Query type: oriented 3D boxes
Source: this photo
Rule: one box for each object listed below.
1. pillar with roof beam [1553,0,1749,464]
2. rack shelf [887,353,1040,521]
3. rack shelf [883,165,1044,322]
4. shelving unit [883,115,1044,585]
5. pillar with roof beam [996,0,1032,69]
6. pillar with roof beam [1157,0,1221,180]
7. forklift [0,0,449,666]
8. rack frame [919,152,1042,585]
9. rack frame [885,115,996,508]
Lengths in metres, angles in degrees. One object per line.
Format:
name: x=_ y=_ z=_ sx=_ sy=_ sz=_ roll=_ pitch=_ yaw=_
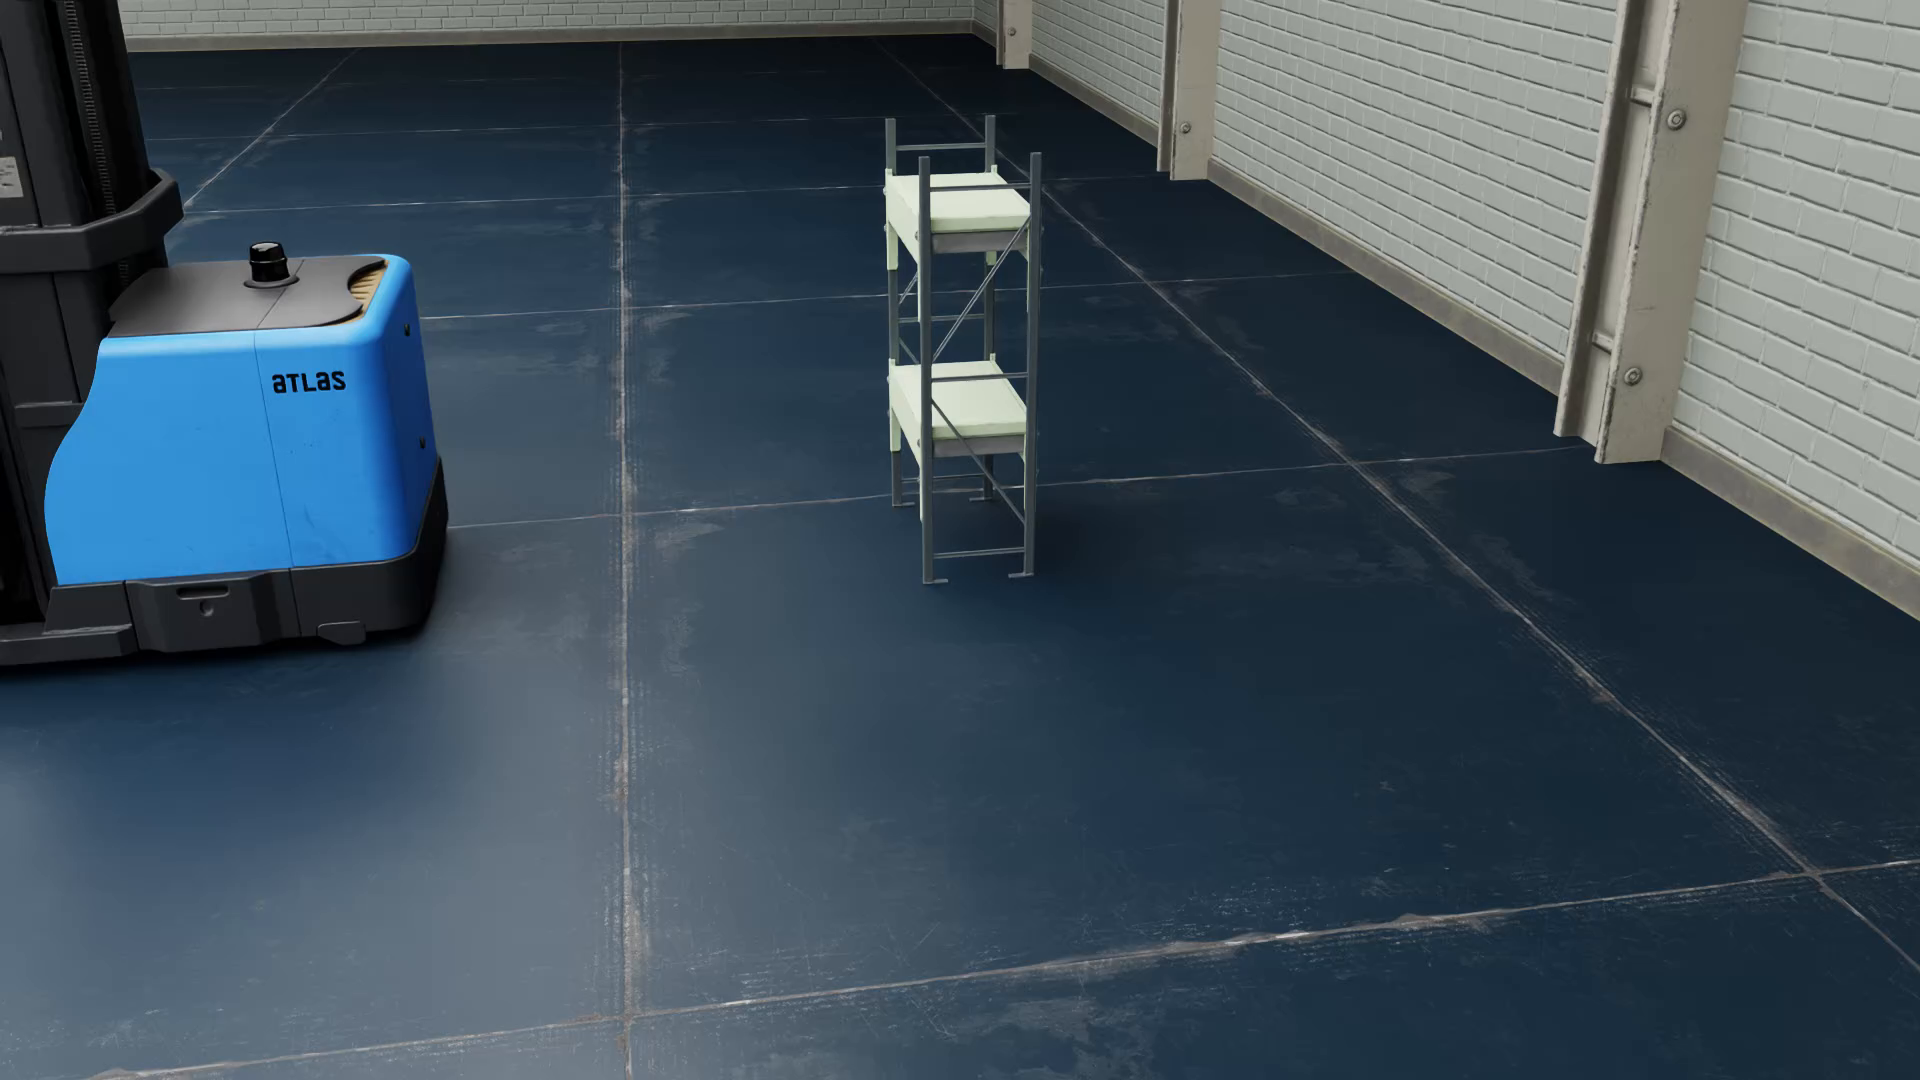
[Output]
pillar with roof beam: x=-1.428 y=-4.213 z=4.654 sx=9.100 sy=9.000 sz=0.400 roll=-4 pitch=24 yaw=-10
rack shelf: x=-0.001 y=-0.391 z=6.086 sx=0.431 sy=0.370 sz=0.720 roll=-4 pitch=24 yaw=-10
rack shelf: x=-0.001 y=-1.048 z=5.800 sx=0.431 sy=0.370 sz=0.720 roll=-4 pitch=24 yaw=-10
shelving unit: x=-0.001 y=-0.690 z=5.956 sx=0.431 sy=1.500 sz=0.755 roll=-4 pitch=24 yaw=-10
pillar with roof beam: x=-3.647 y=-8.933 z=15.461 sx=9.100 sy=9.000 sz=0.400 roll=-4 pitch=24 yaw=-10
pillar with roof beam: x=-2.537 y=-6.573 z=10.058 sx=9.100 sy=9.000 sz=0.400 roll=-4 pitch=24 yaw=-10
forklift: x=-3.335 y=-1.084 z=5.070 sx=3.031 sy=2.935 sz=1.130 roll=-4 pitch=24 yaw=-10
rack frame: x=0.066 y=-0.546 z=5.626 sx=0.400 sy=1.500 sz=0.023 roll=-4 pitch=24 yaw=-10
rack frame: x=-0.069 y=-0.834 z=6.285 sx=0.400 sy=1.500 sz=0.023 roll=-4 pitch=24 yaw=-10
